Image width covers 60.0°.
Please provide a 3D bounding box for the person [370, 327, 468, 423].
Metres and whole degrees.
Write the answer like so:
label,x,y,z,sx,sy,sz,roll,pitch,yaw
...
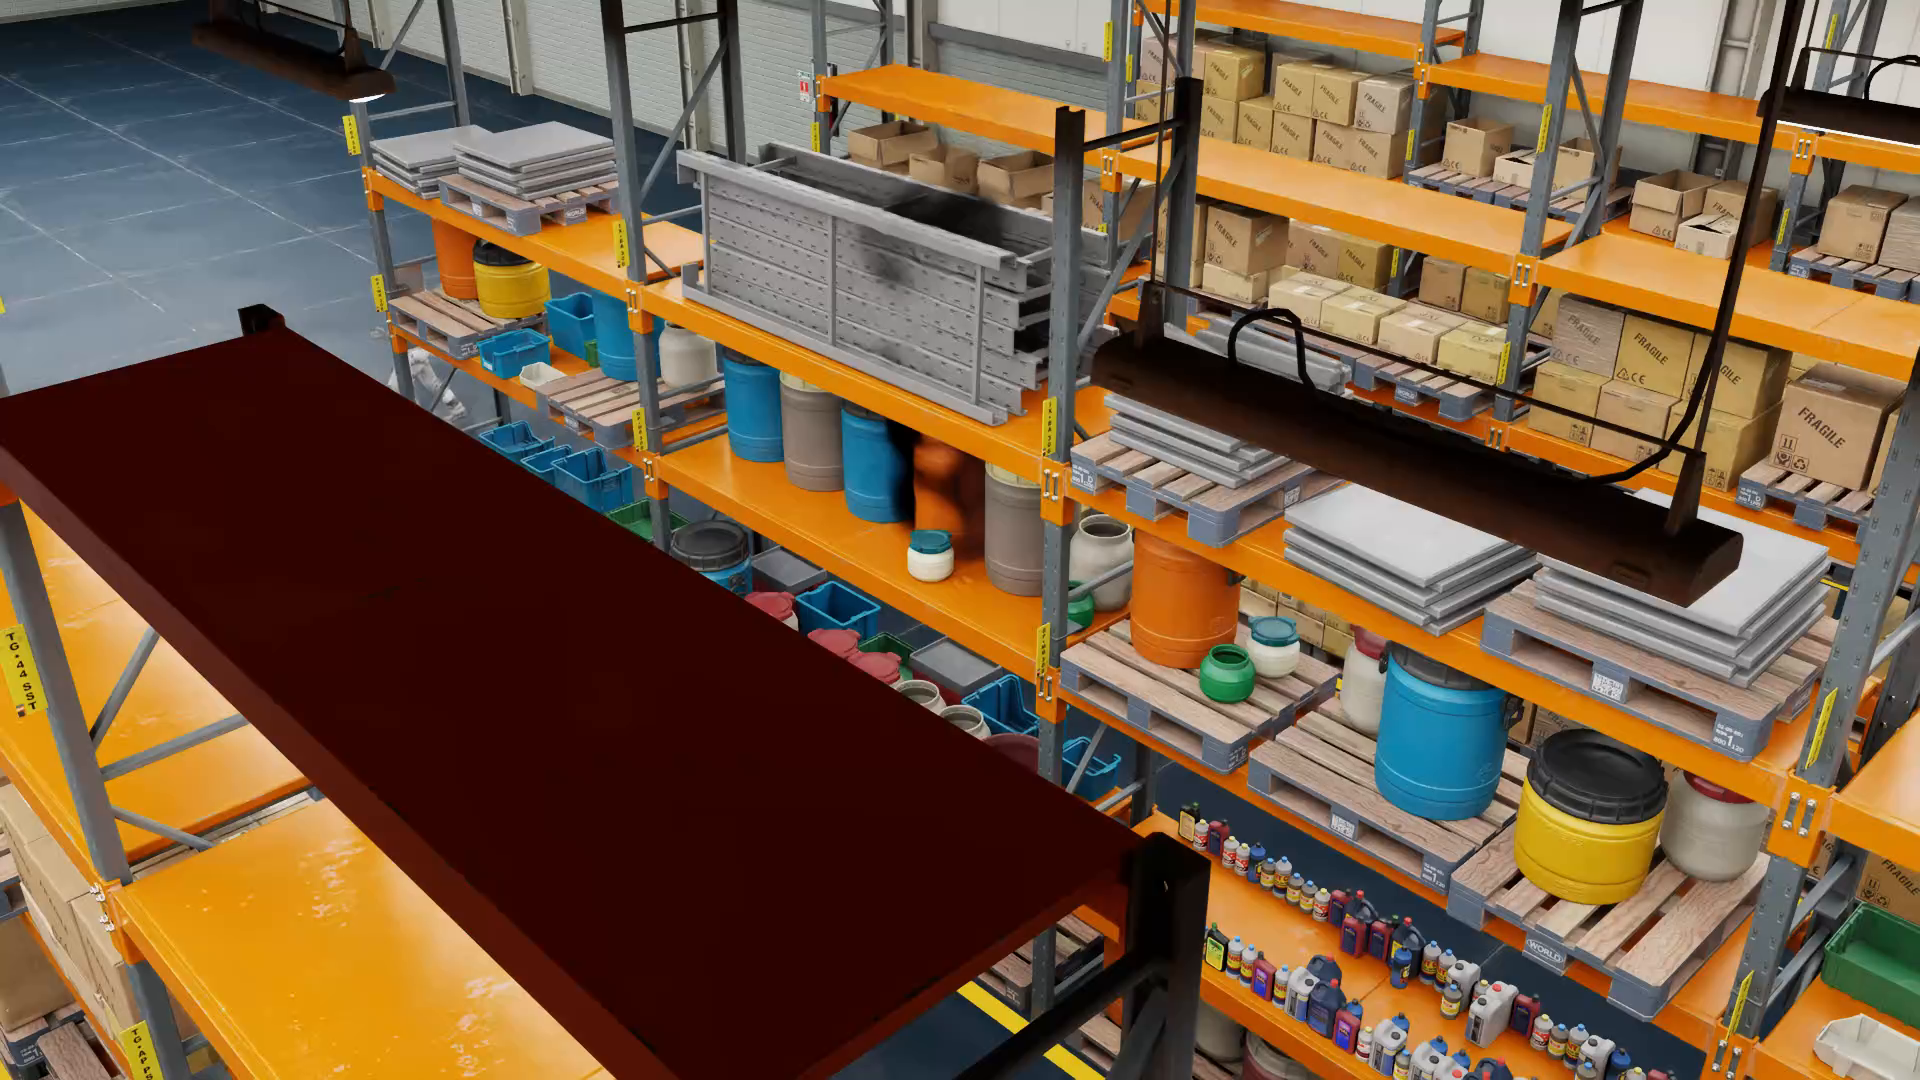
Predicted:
label,x,y,z,sx,sy,sz,roll,pitch,yaw
person,-6.127,-2.012,18.726,0.910,1.818,0.674,-5,29,-10
